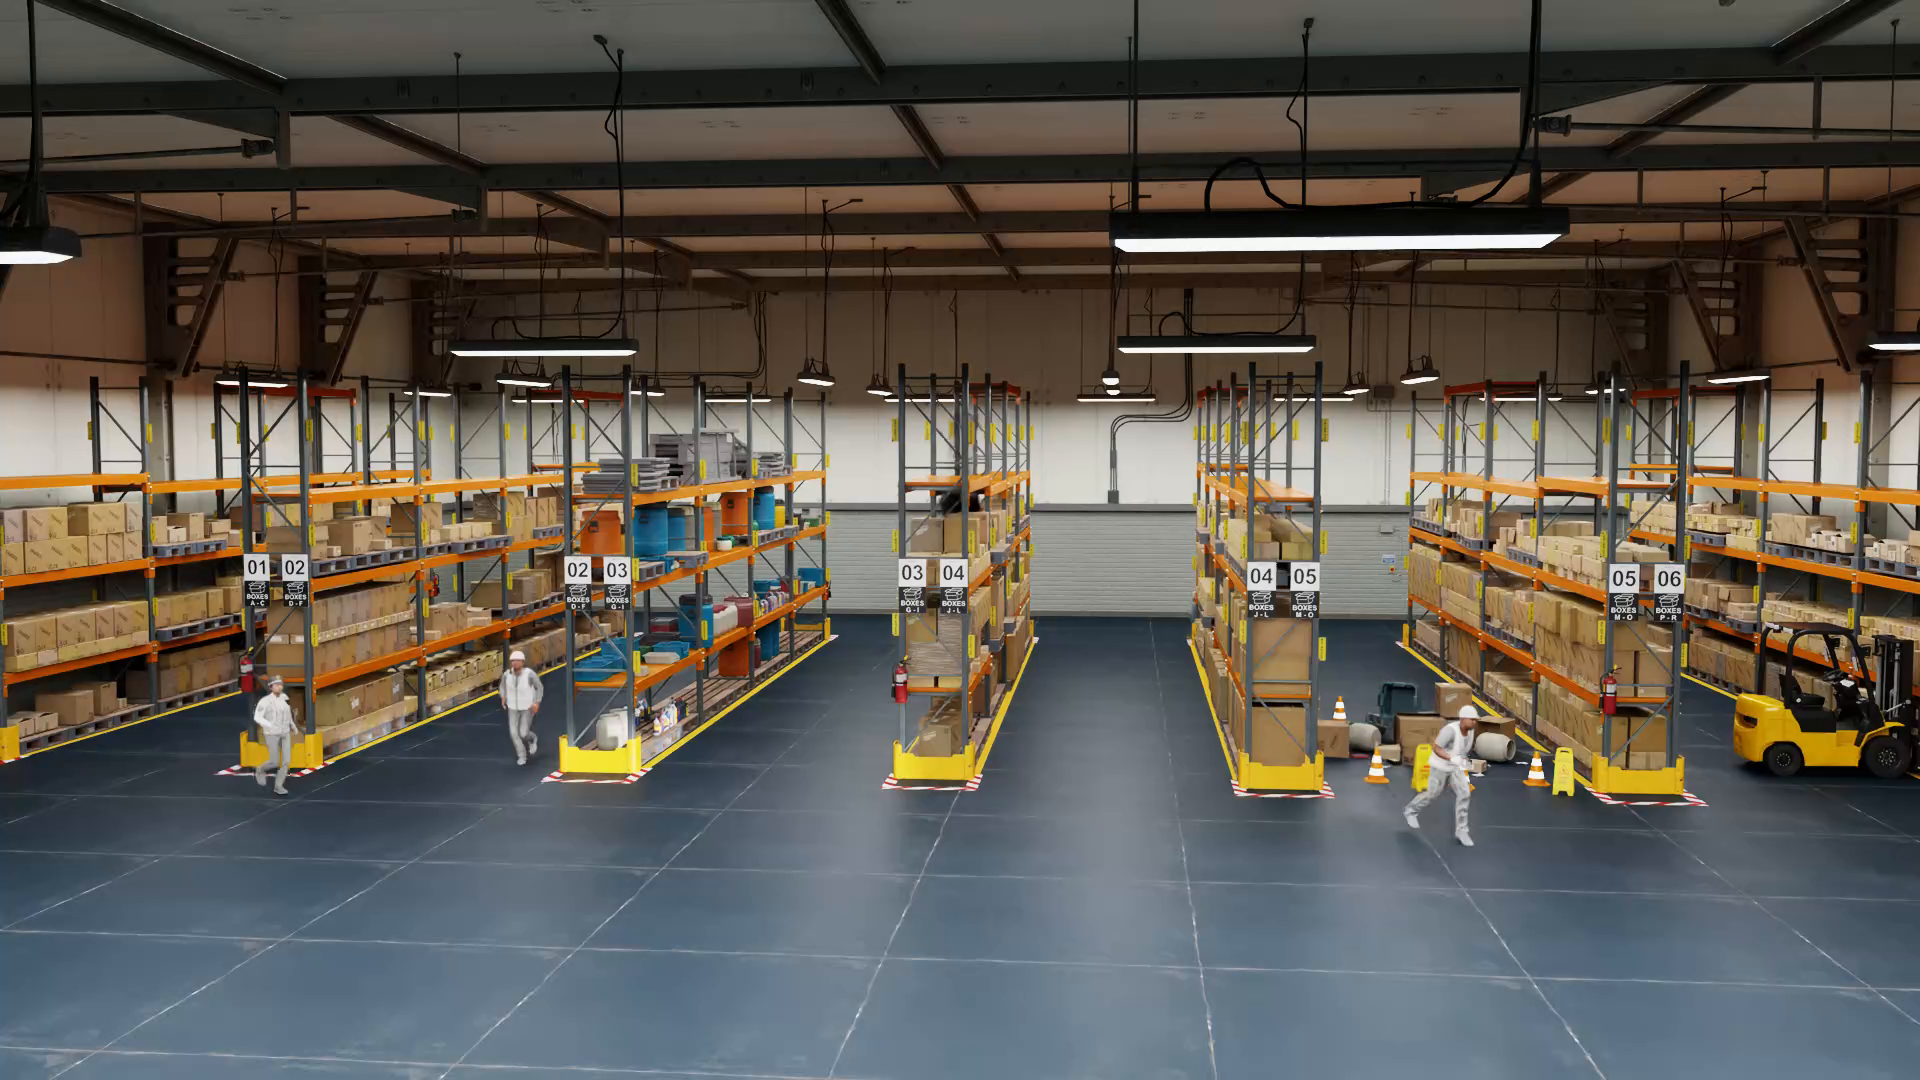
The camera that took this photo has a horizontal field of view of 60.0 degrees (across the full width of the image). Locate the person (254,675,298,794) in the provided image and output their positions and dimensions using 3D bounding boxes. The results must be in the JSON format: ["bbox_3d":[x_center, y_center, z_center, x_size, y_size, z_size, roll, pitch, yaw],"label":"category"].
[{"bbox_3d":[-9.526,2.689,23.140,0.611,1.654,0.609,2,4,33],"label":"person"}]

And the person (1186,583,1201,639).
[{"bbox_3d":[5.908,1.526,40.500,0.849,1.741,0.732,-1,4,-20],"label":"person"}]

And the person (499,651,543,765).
[{"bbox_3d":[-6.682,2.537,25.309,0.681,1.740,0.607,0,4,5],"label":"person"}]

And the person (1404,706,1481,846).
[{"bbox_3d":[5.956,2.858,20.549,0.728,1.730,1.053,-3,5,-40],"label":"person"}]
